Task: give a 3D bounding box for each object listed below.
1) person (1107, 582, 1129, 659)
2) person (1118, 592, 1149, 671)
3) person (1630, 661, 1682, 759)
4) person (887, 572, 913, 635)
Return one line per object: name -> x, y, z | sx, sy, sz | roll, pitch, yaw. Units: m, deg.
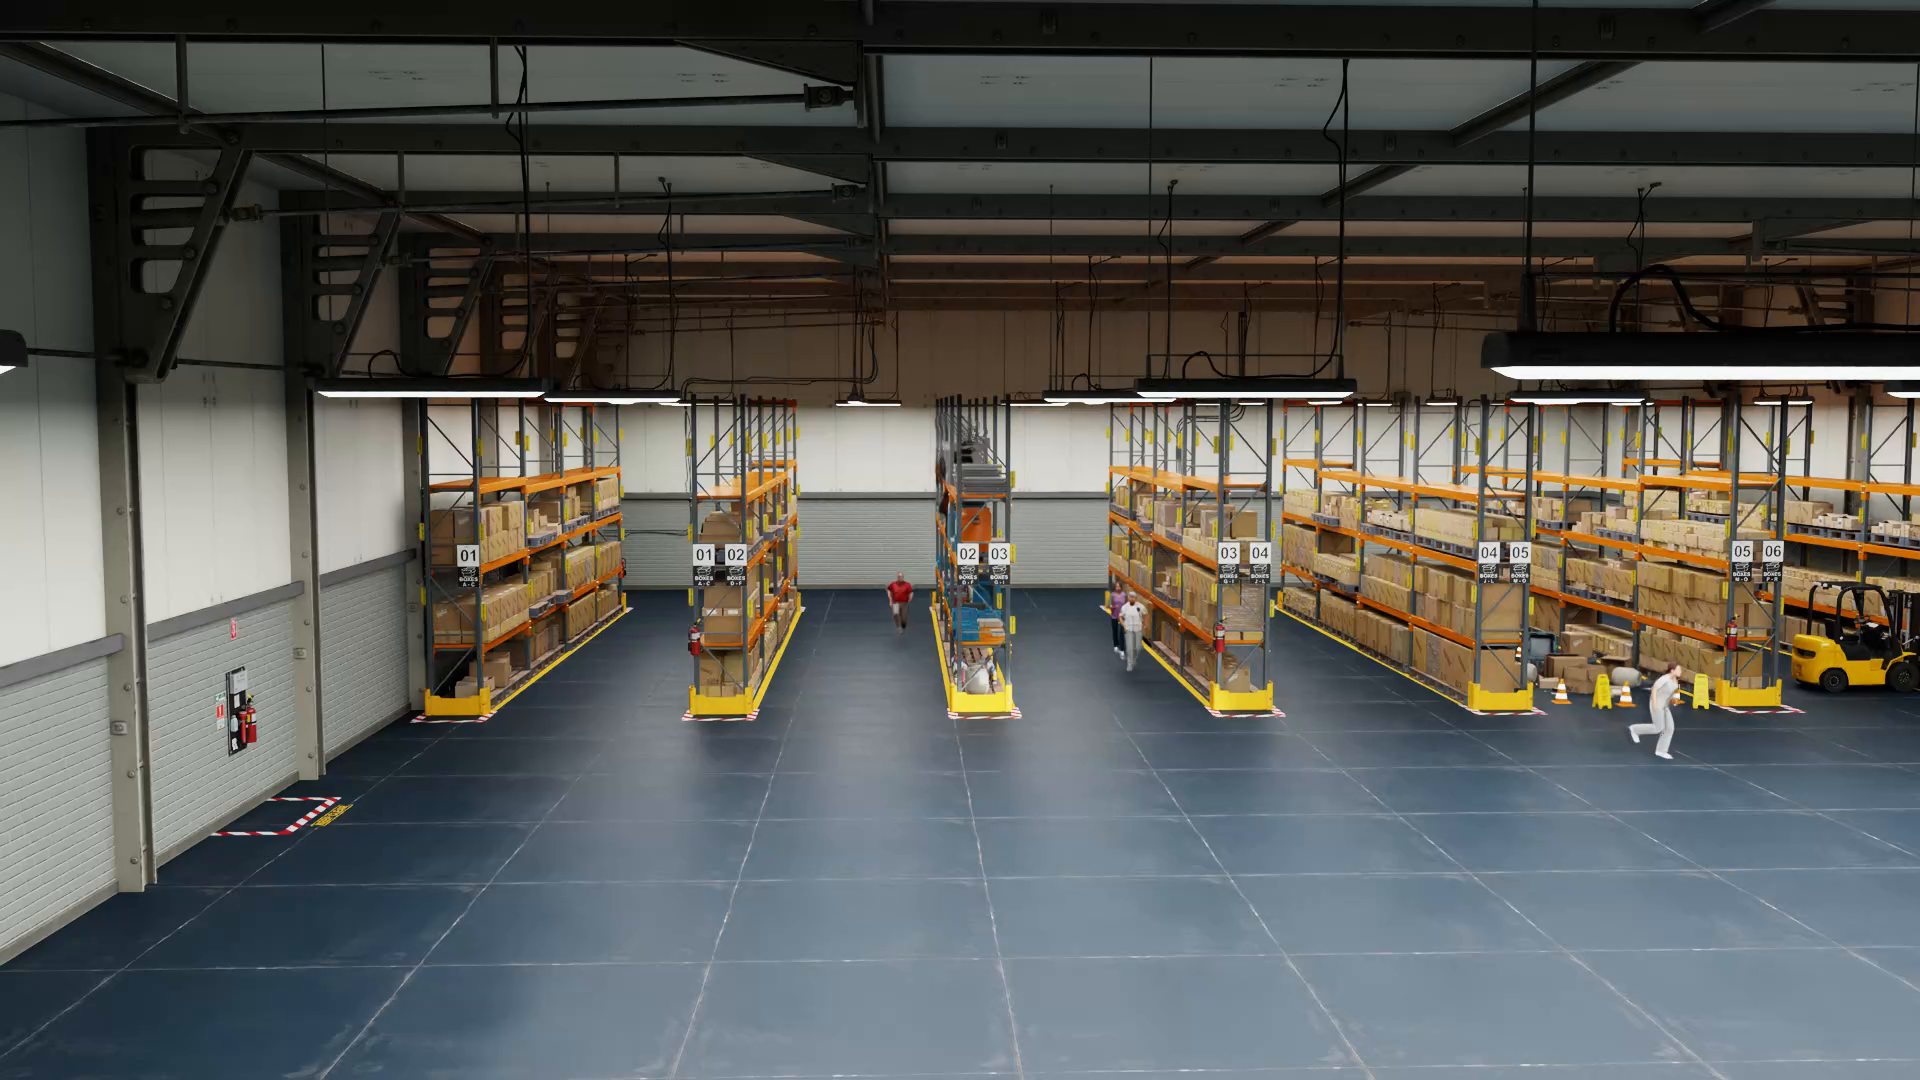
person -> 3.488, 1.752, 36.663 | 0.521, 1.672, 0.707 | 0, 4, 1
person -> 3.629, 1.894, 34.761 | 0.634, 1.651, 0.578 | 0, 5, 6
person -> 11.521, 2.781, 27.537 | 0.818, 1.614, 0.561 | 4, 6, 41
person -> -1.484, 1.588, 41.216 | 0.646, 1.609, 0.955 | 0, 5, -4
